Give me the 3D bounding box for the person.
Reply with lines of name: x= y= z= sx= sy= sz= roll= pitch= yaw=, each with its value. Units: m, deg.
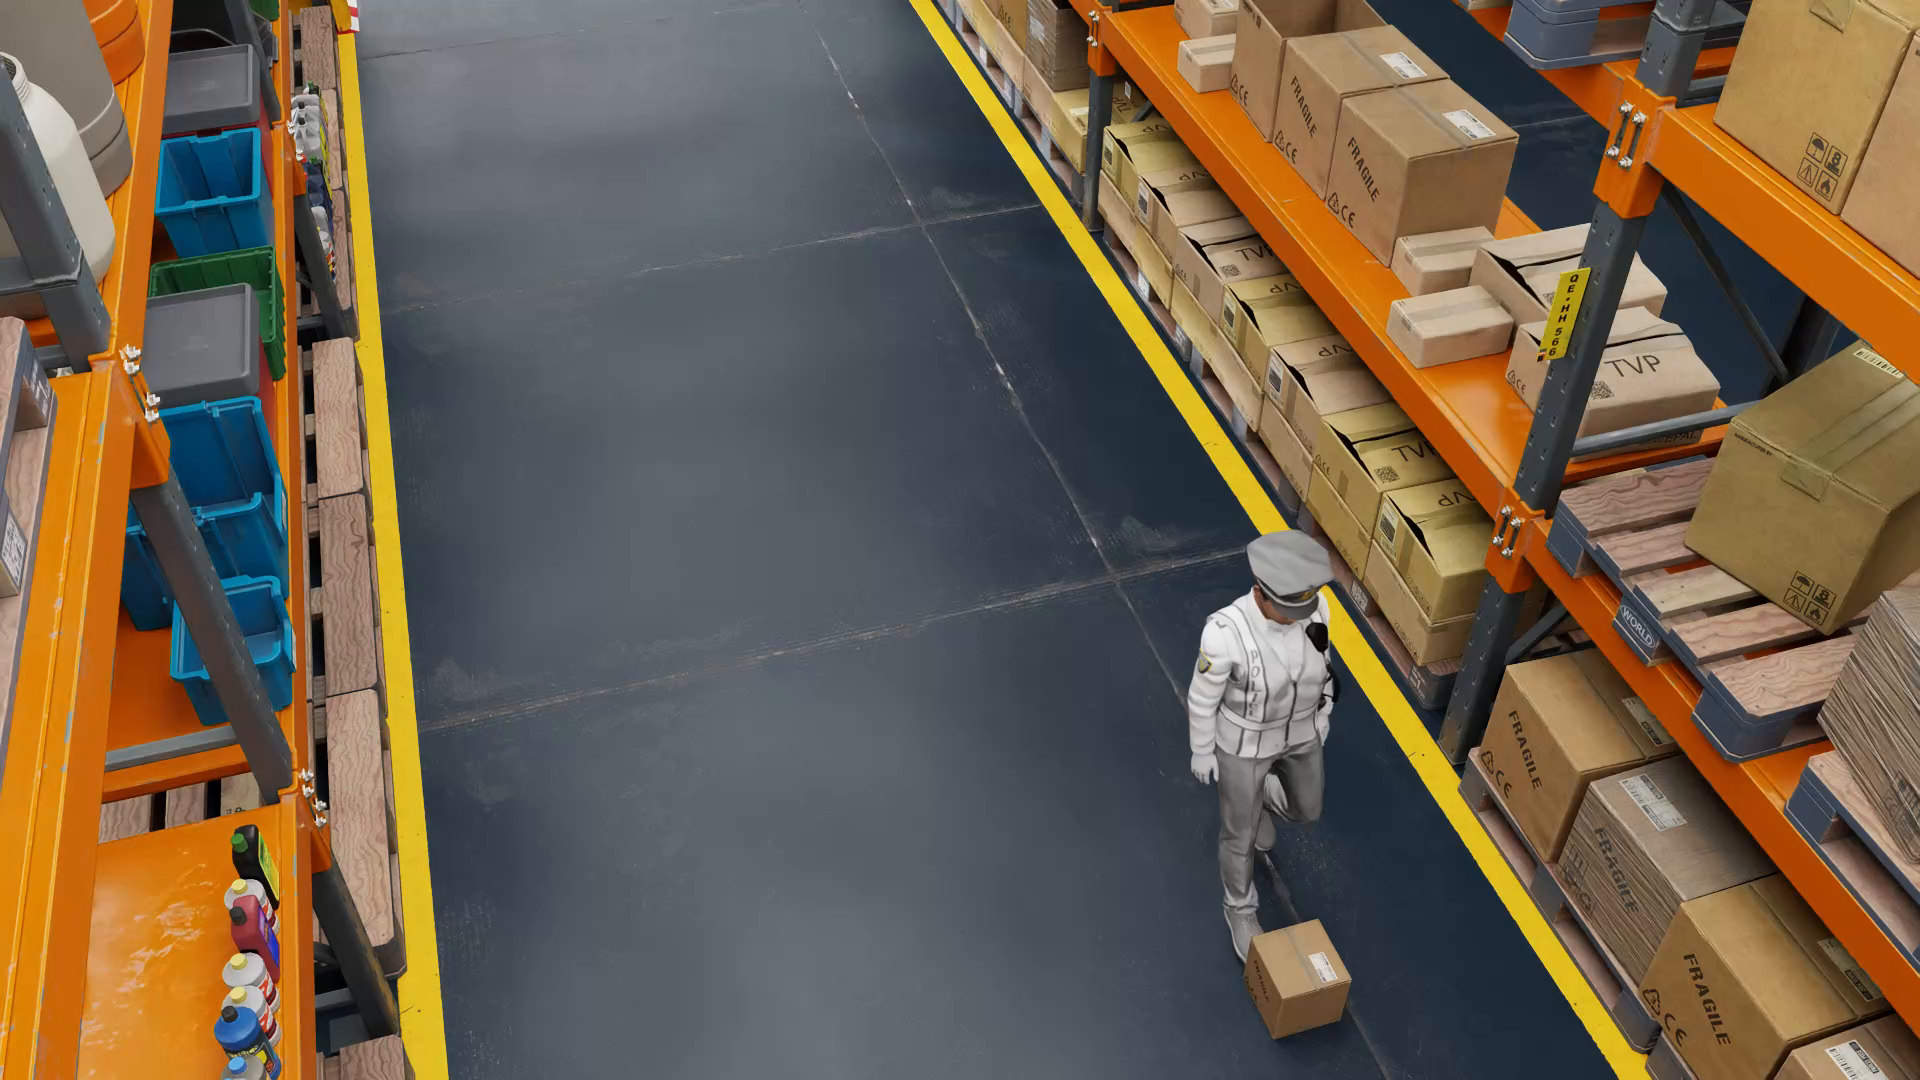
person: x=1.006 y=0.652 z=5.416 sx=0.522 sy=1.652 sz=0.644 roll=-17 pitch=45 yaw=-18
